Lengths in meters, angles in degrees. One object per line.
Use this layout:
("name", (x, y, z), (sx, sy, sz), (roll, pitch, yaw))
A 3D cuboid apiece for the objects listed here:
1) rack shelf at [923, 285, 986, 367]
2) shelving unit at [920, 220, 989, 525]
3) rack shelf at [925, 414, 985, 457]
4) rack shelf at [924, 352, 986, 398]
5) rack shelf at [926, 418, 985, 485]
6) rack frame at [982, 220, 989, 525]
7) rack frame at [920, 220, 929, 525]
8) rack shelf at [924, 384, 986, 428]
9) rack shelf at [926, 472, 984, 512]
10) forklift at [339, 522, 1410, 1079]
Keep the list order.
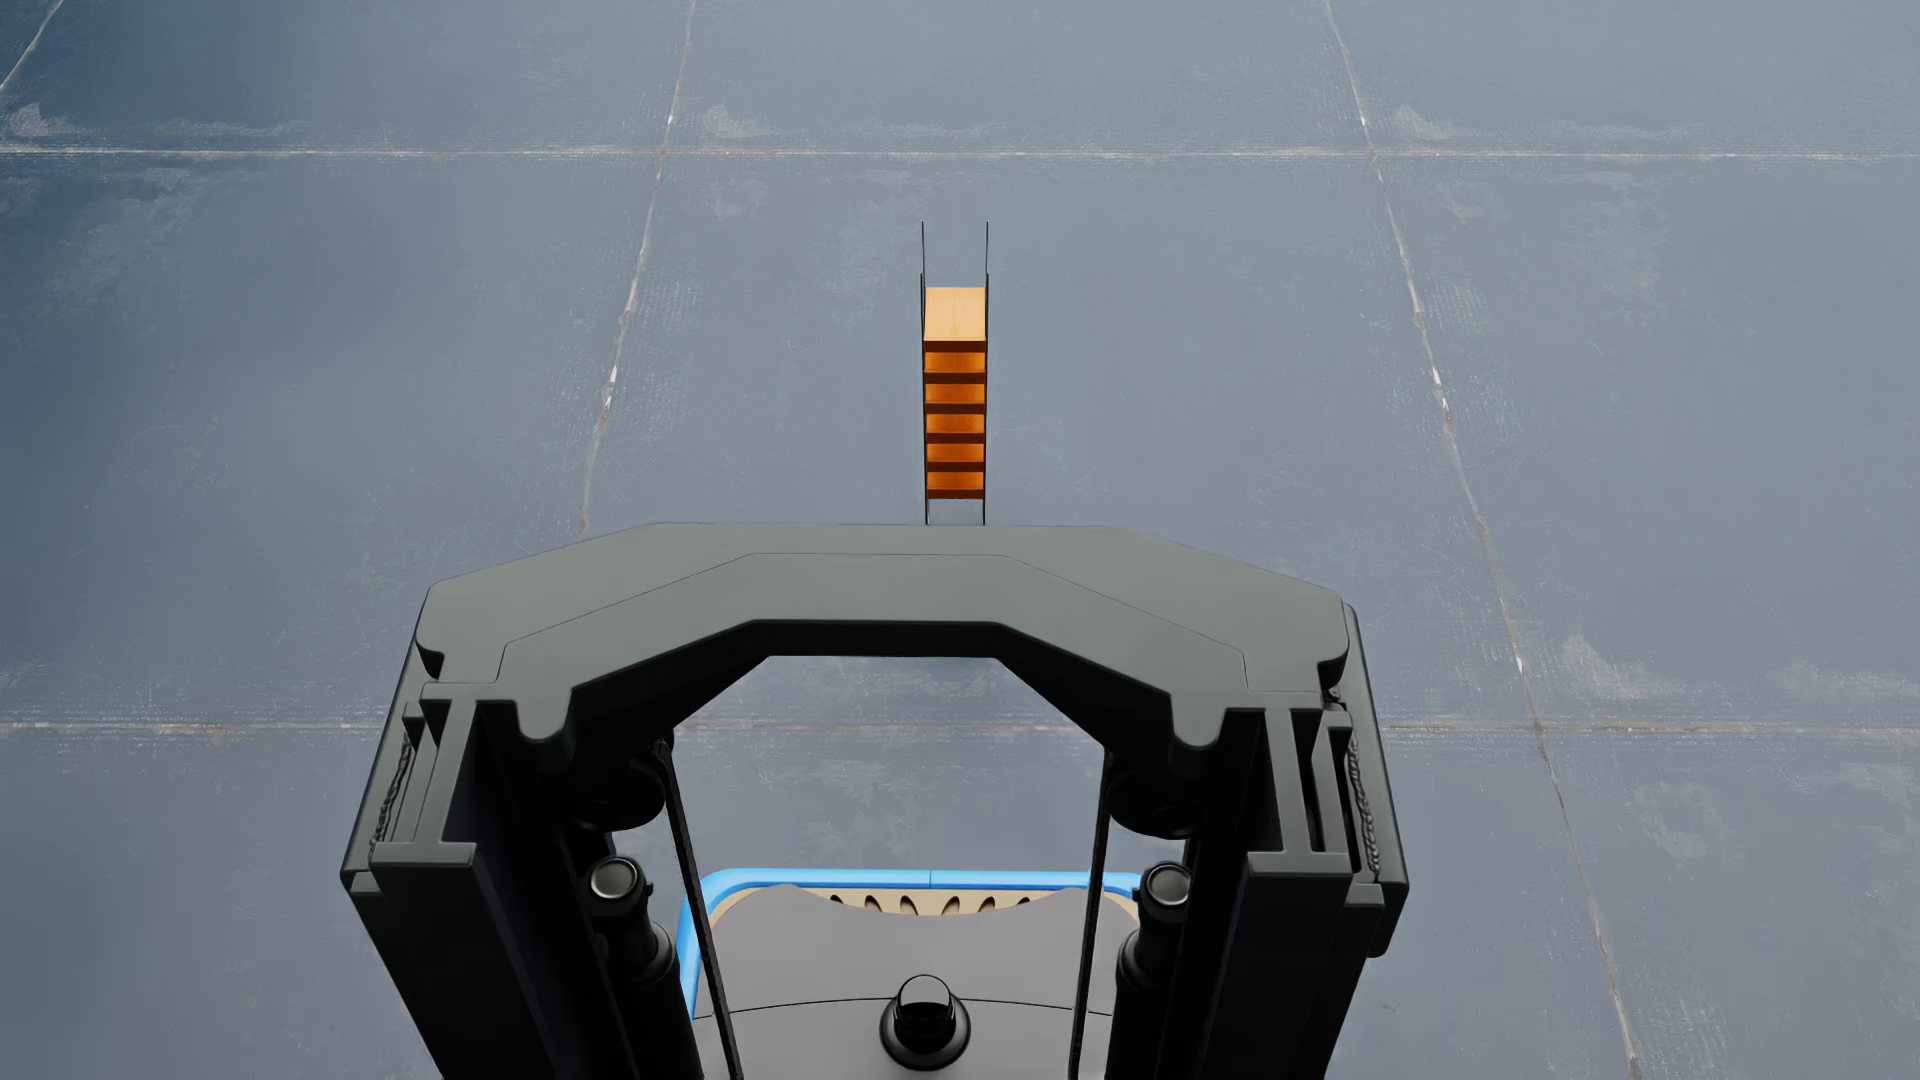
("rack shelf", (-0.014, -0.624, 4.836), (0.180, 0.103, 0.258), (0, 47, 0))
("shelving unit", (-0.014, -0.409, 5.067), (0.189, 1.200, 0.258), (0, 47, 0))
("rack shelf", (-0.014, -0.379, 5.100), (0.180, 0.103, 0.258), (0, 47, 0))
("rack shelf", (-0.014, -0.542, 4.924), (0.180, 0.103, 0.258), (0, 47, 0))
("rack shelf", (-0.014, -0.297, 5.188), (0.180, 0.103, 0.258), (0, 47, 0))
("rack frame", (0.077, -0.409, 5.067), (0.006, 1.200, 0.240), (0, 47, 0))
("rack frame", (-0.106, -0.409, 5.067), (0.006, 1.200, 0.240), (0, 47, 0))
("rack shelf", (-0.014, -0.460, 5.012), (0.180, 0.103, 0.258), (0, 47, 0))
("rack shelf", (-0.014, -0.215, 5.275), (0.180, 0.103, 0.258), (0, 47, 0))
("forklift", (-0.081, 1.493, 2.114), (1.130, 2.935, 3.031), (1, 47, 1))
